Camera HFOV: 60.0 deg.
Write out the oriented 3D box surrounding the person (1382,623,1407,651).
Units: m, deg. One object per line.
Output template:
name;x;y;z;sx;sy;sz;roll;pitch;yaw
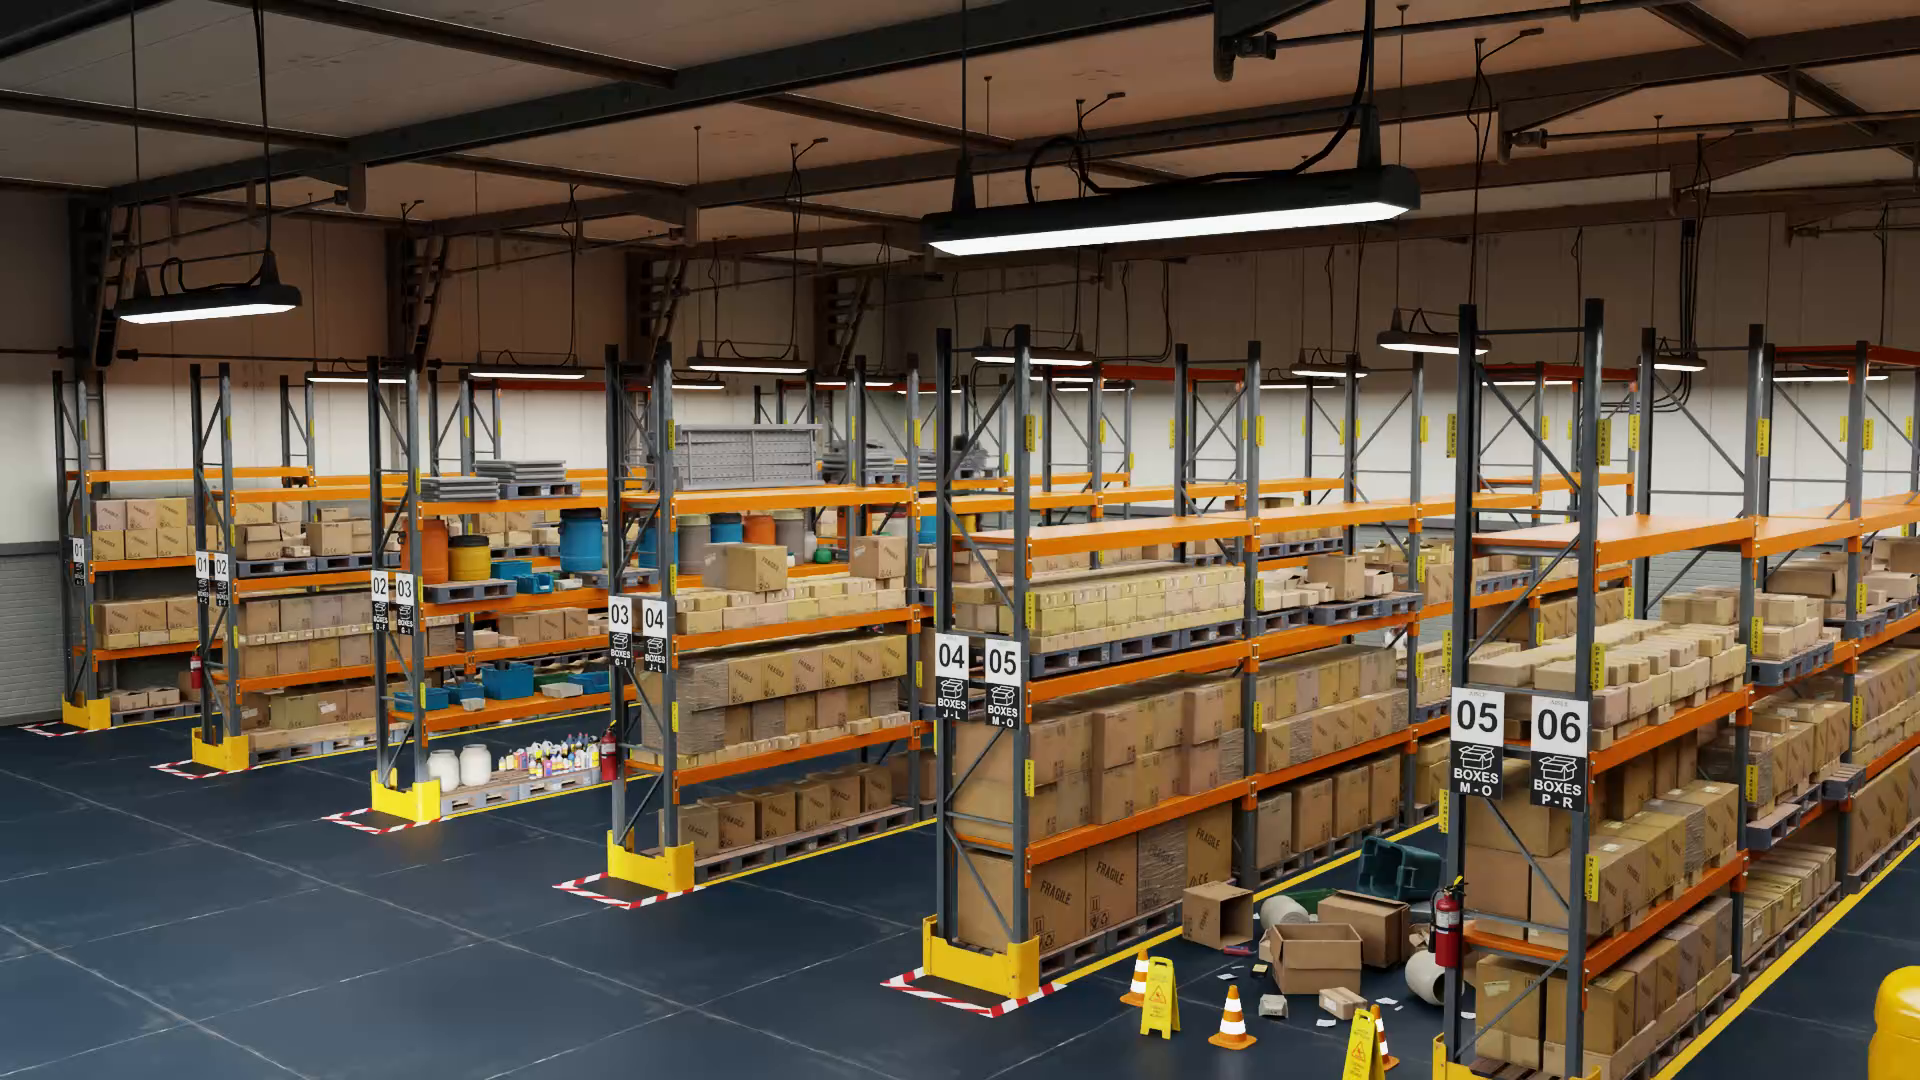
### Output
person;7.585;2.193;29.005;0.618;1.800;0.709;2;5;30
